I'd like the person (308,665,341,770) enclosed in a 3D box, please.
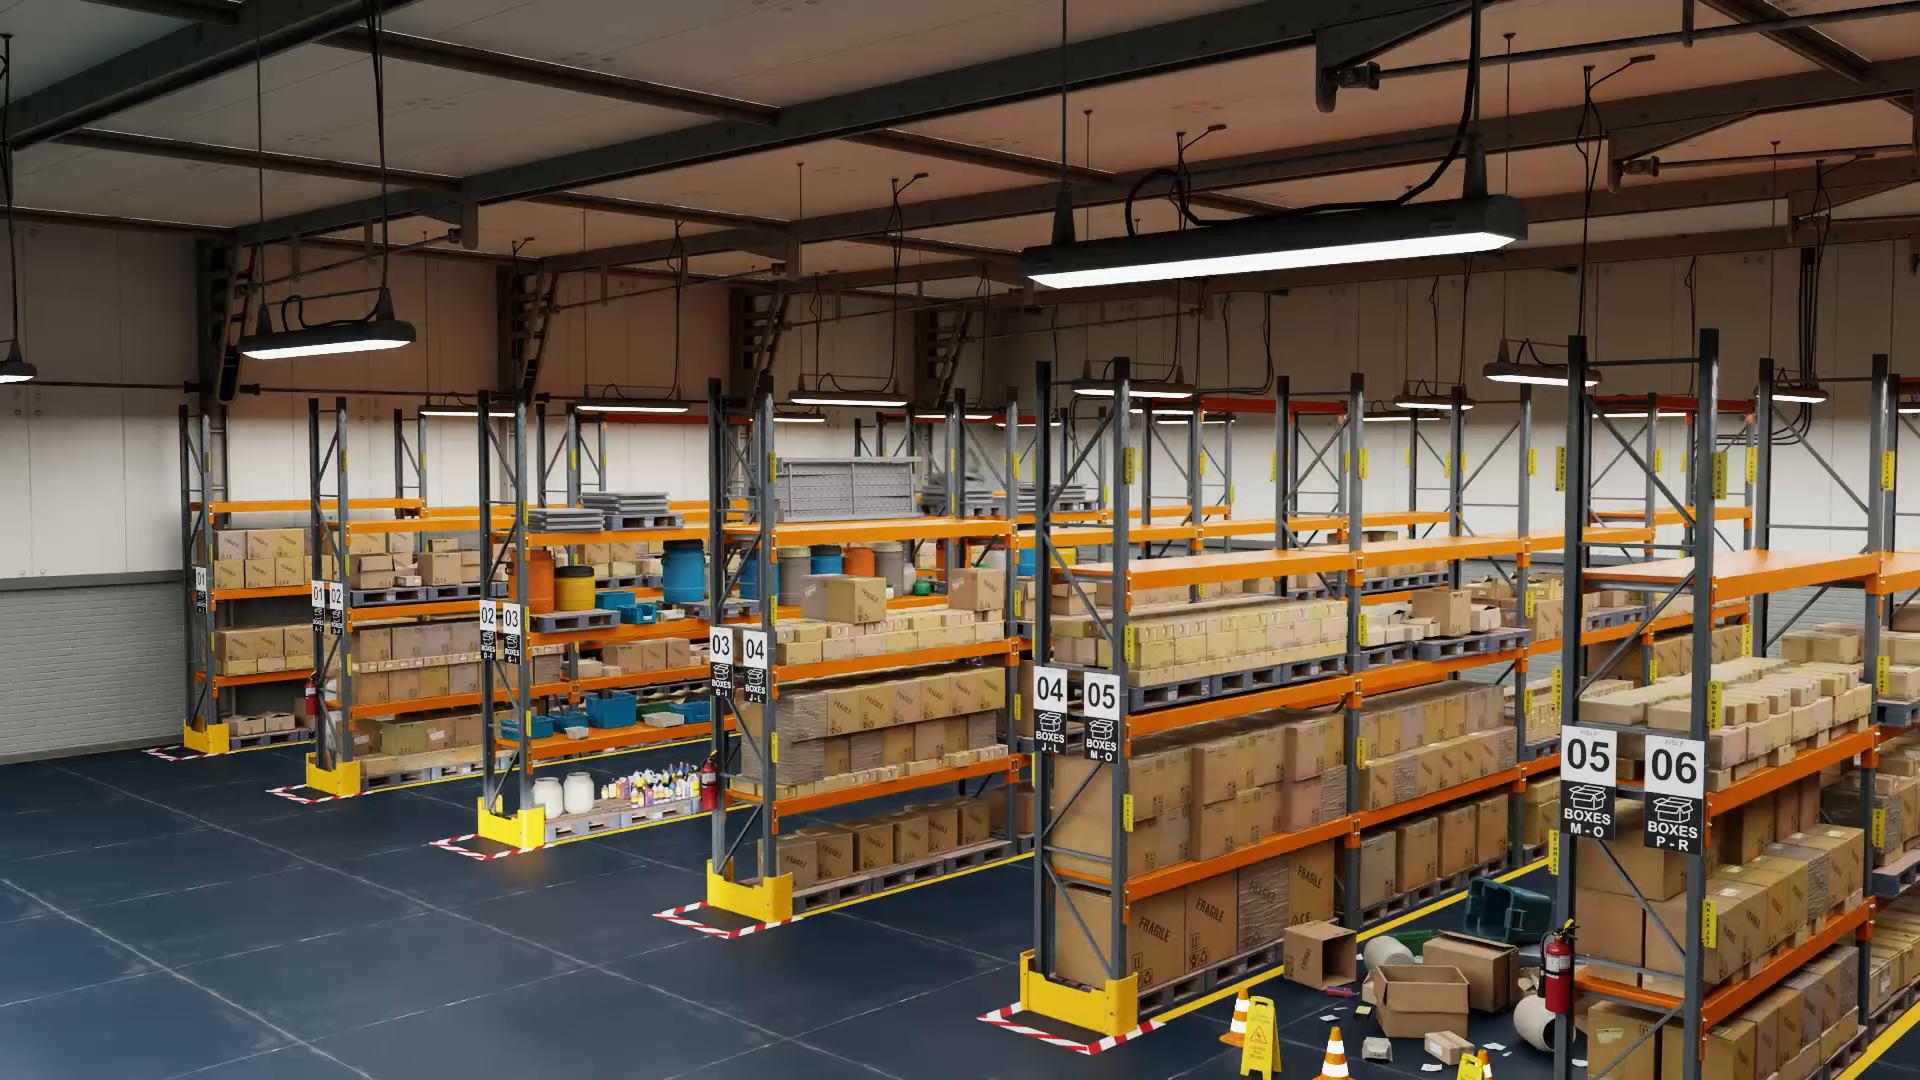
[{"bbox_3d":[-10.159,2.878,26.860,0.723,1.733,0.683,2,4,34],"label":"person"}]
